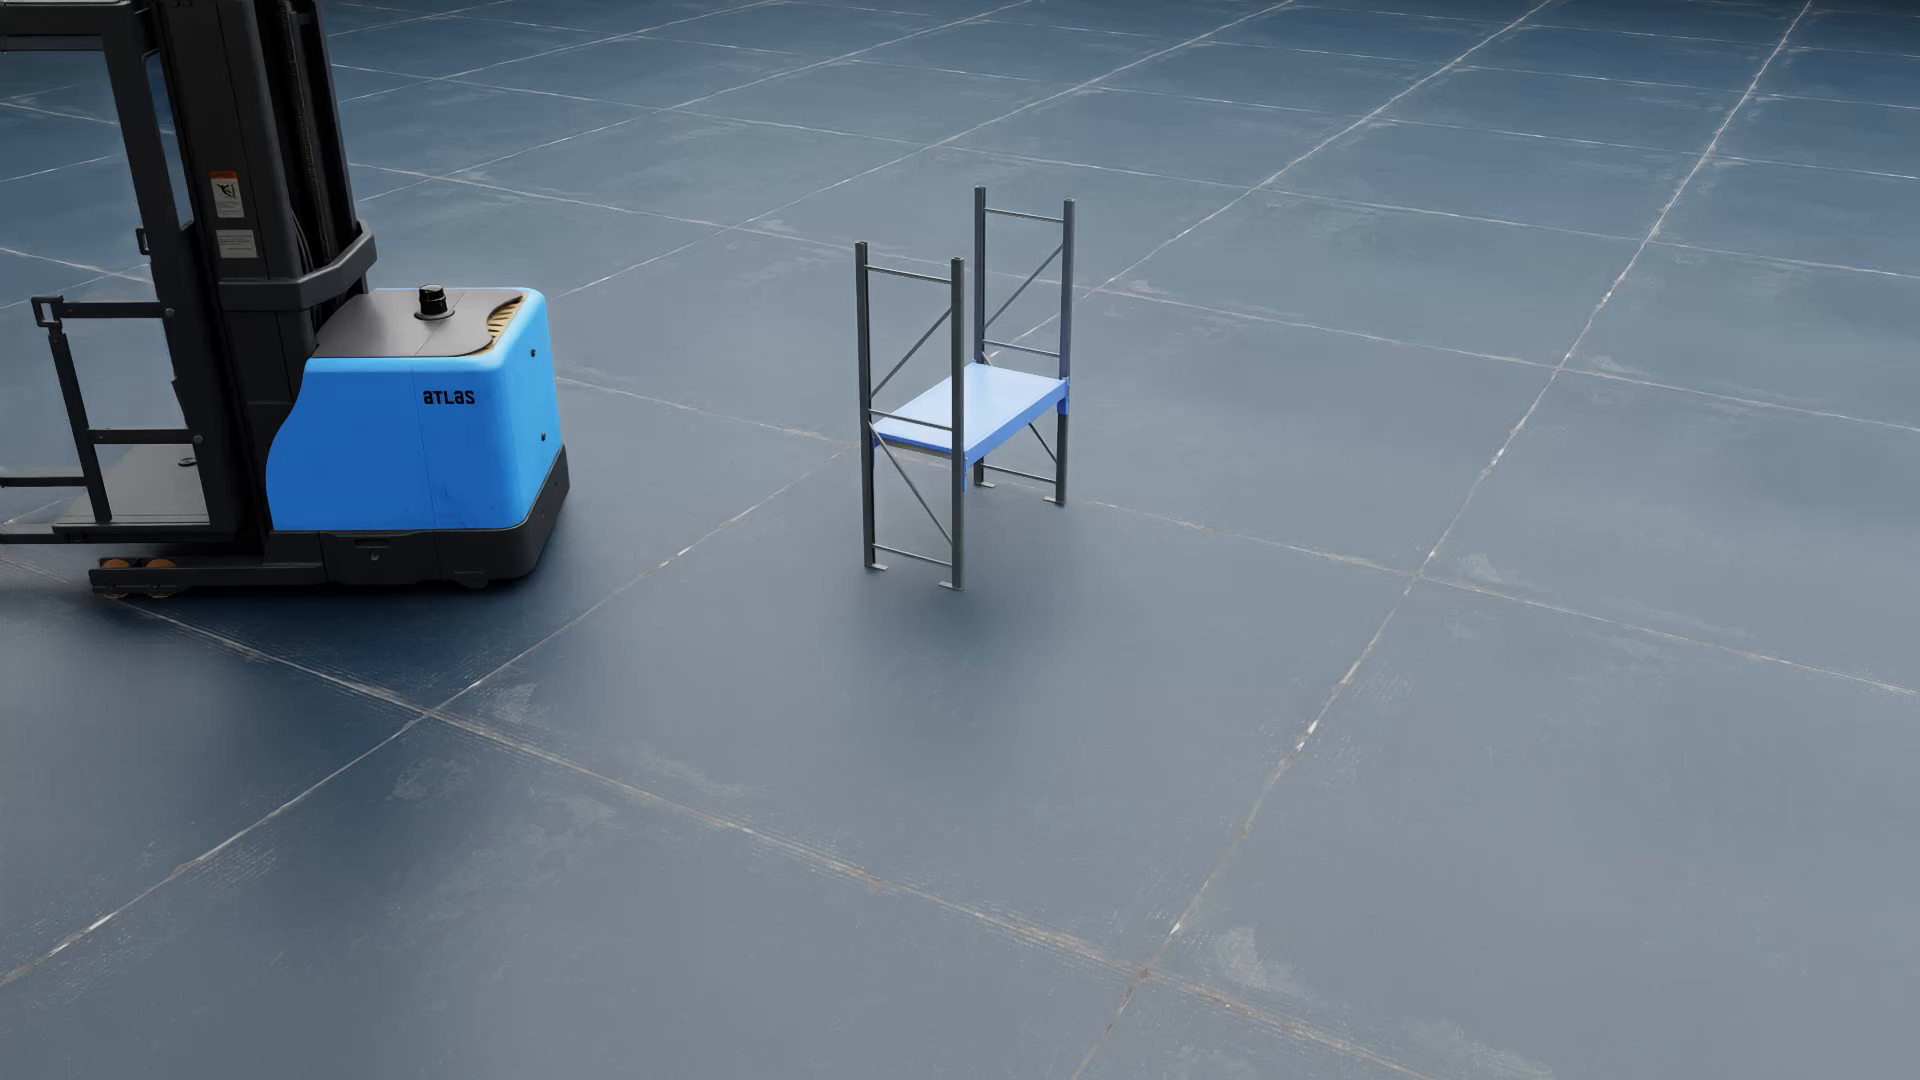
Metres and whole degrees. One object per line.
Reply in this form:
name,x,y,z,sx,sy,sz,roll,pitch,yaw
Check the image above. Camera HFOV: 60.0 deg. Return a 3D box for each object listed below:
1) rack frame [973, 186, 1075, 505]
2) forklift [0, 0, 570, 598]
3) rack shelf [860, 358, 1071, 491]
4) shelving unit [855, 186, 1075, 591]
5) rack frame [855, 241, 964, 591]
rack frame,0.292,-0.902,7.876,0.500,1.500,0.032,14,30,26
forklift,-3.405,-1.296,7.065,3.031,2.935,1.130,-1,27,-1
rack shelf,0.042,-0.543,7.561,0.538,0.185,1.000,14,30,26
shelving unit,0.042,-0.704,7.481,0.538,1.500,1.048,14,30,26
rack frame,-0.208,-0.506,7.085,0.500,1.500,0.032,14,30,26
